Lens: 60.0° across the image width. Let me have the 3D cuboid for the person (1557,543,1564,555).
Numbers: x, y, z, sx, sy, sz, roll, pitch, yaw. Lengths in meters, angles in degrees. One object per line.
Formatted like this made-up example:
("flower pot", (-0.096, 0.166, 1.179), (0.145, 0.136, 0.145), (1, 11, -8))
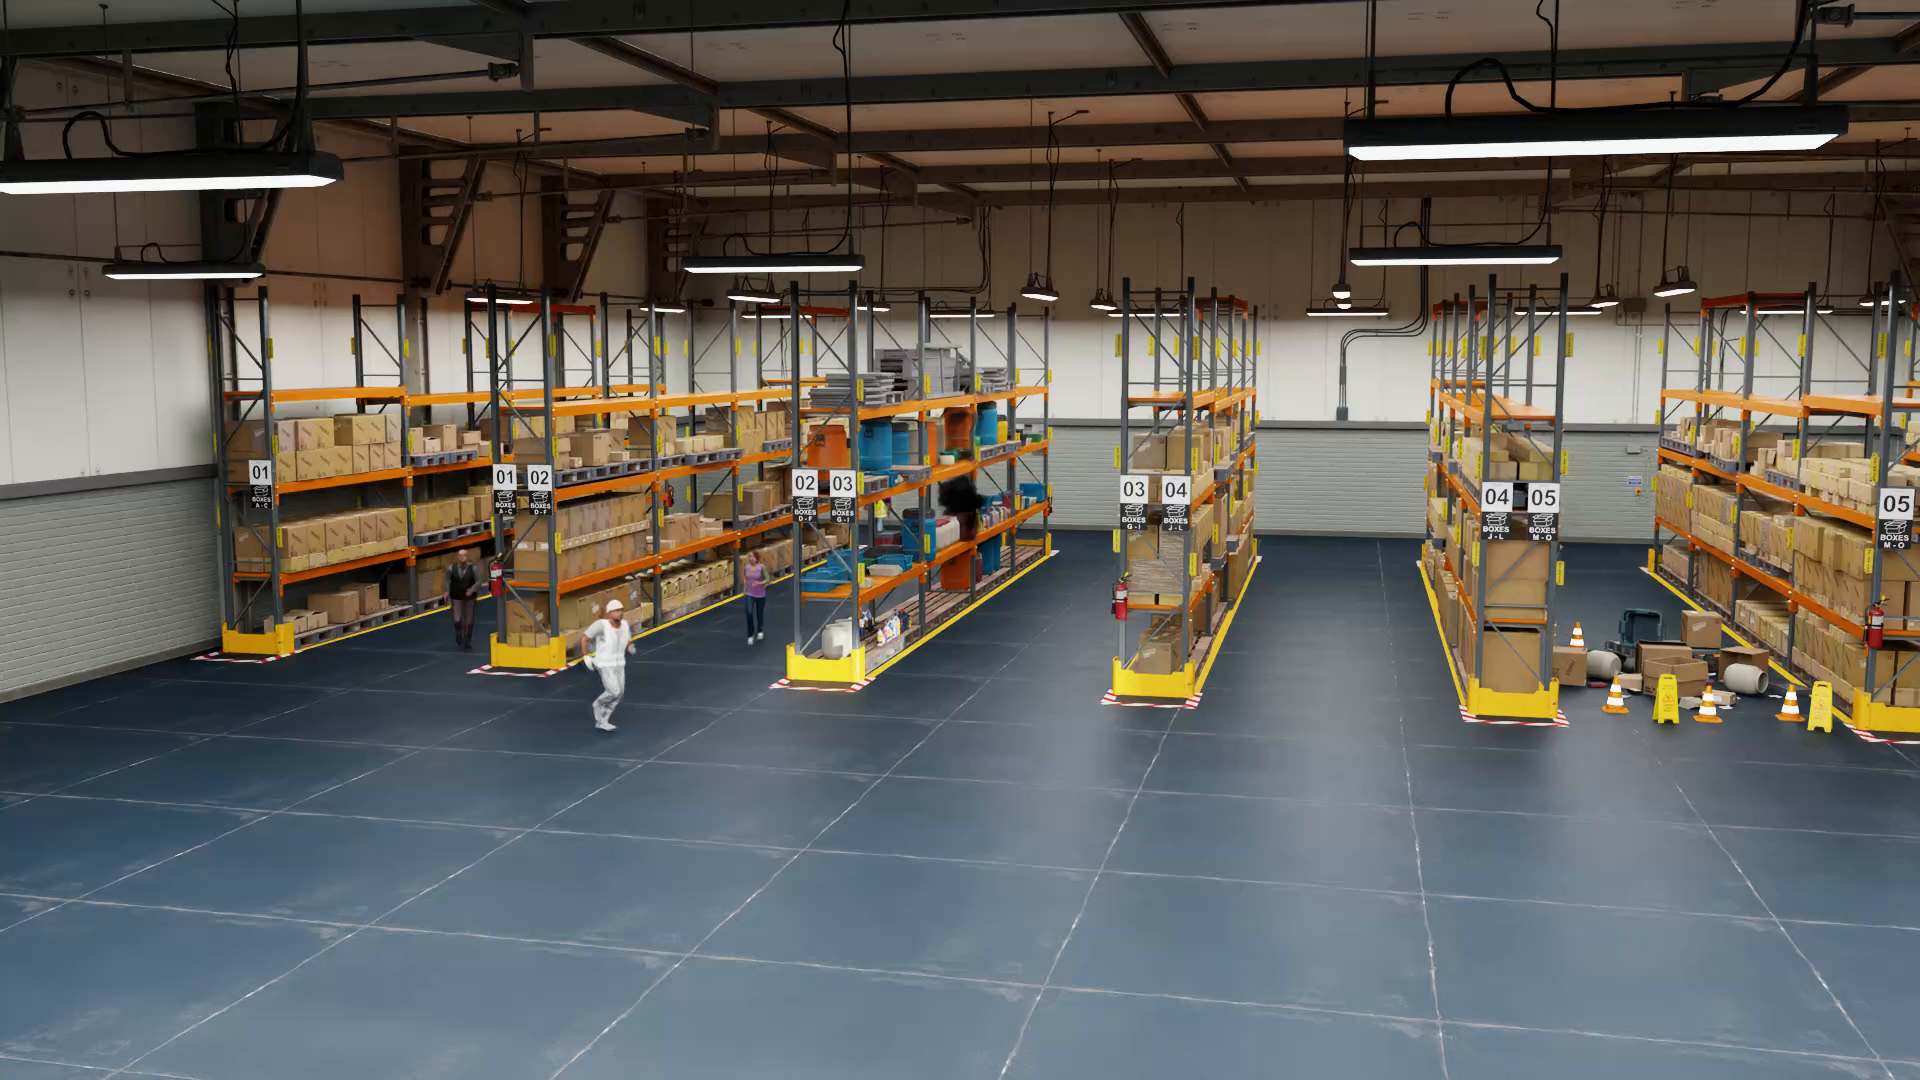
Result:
("person", (13.633, -0.357, 39.037), (1.083, 1.775, 0.733), (1, 7, 11))

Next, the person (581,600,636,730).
("person", (-4.528, 1.647, 21.737), (0.617, 1.729, 0.677), (5, 8, 38))

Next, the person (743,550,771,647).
("person", (-3.455, 0.984, 28.215), (0.519, 1.620, 0.700), (1, 7, 5))

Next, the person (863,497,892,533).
("person", (-2.026, -0.506, 40.407), (0.634, 1.818, 0.826), (1, 7, 11))

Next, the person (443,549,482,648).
("person", (-8.275, 0.990, 27.675), (0.641, 1.676, 0.668), (-2, 7, -13))
